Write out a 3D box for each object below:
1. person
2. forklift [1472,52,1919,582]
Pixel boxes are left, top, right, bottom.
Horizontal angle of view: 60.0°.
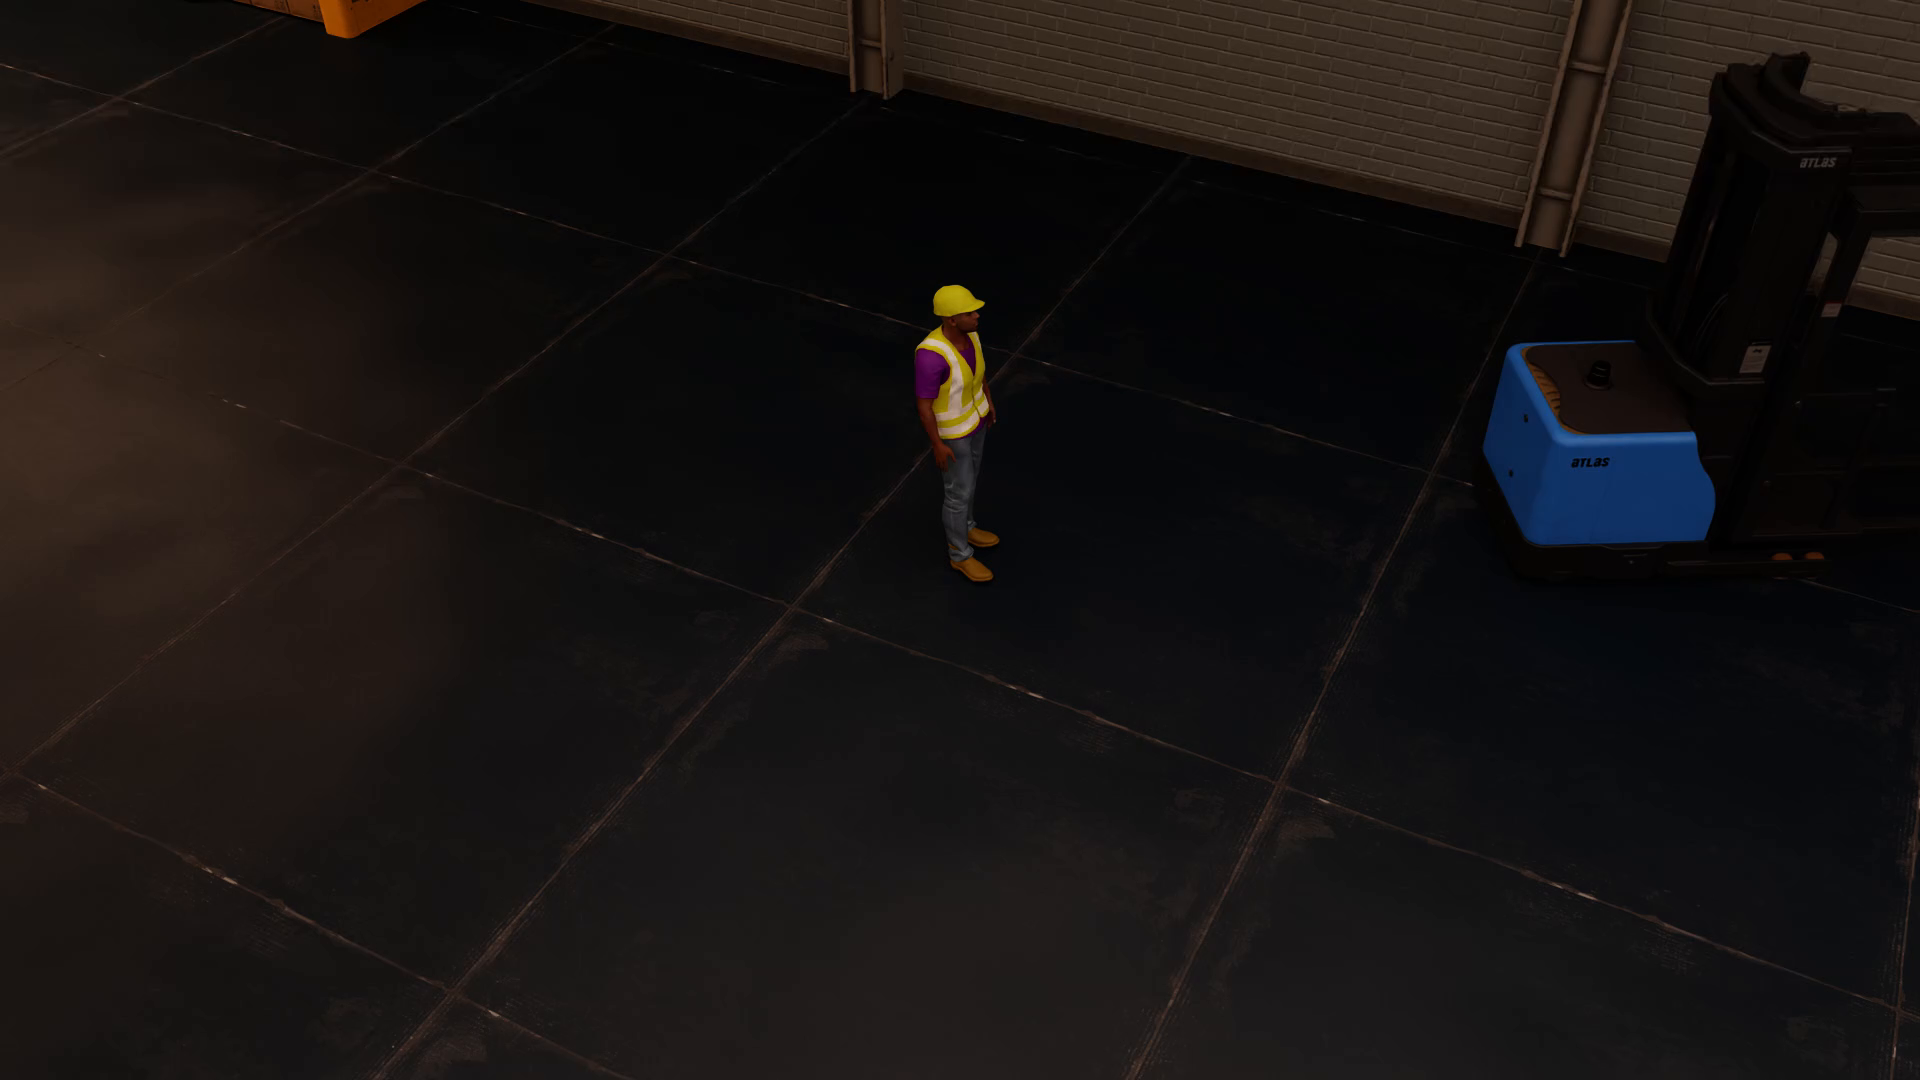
[{"bbox_3d":[0.060,-0.655,9.661,0.575,1.762,0.665,18,43,21],"label":"person"},{"bbox_3d":[4.804,-1.223,9.439,3.031,2.935,1.130,-2,40,-2],"label":"forklift"}]
